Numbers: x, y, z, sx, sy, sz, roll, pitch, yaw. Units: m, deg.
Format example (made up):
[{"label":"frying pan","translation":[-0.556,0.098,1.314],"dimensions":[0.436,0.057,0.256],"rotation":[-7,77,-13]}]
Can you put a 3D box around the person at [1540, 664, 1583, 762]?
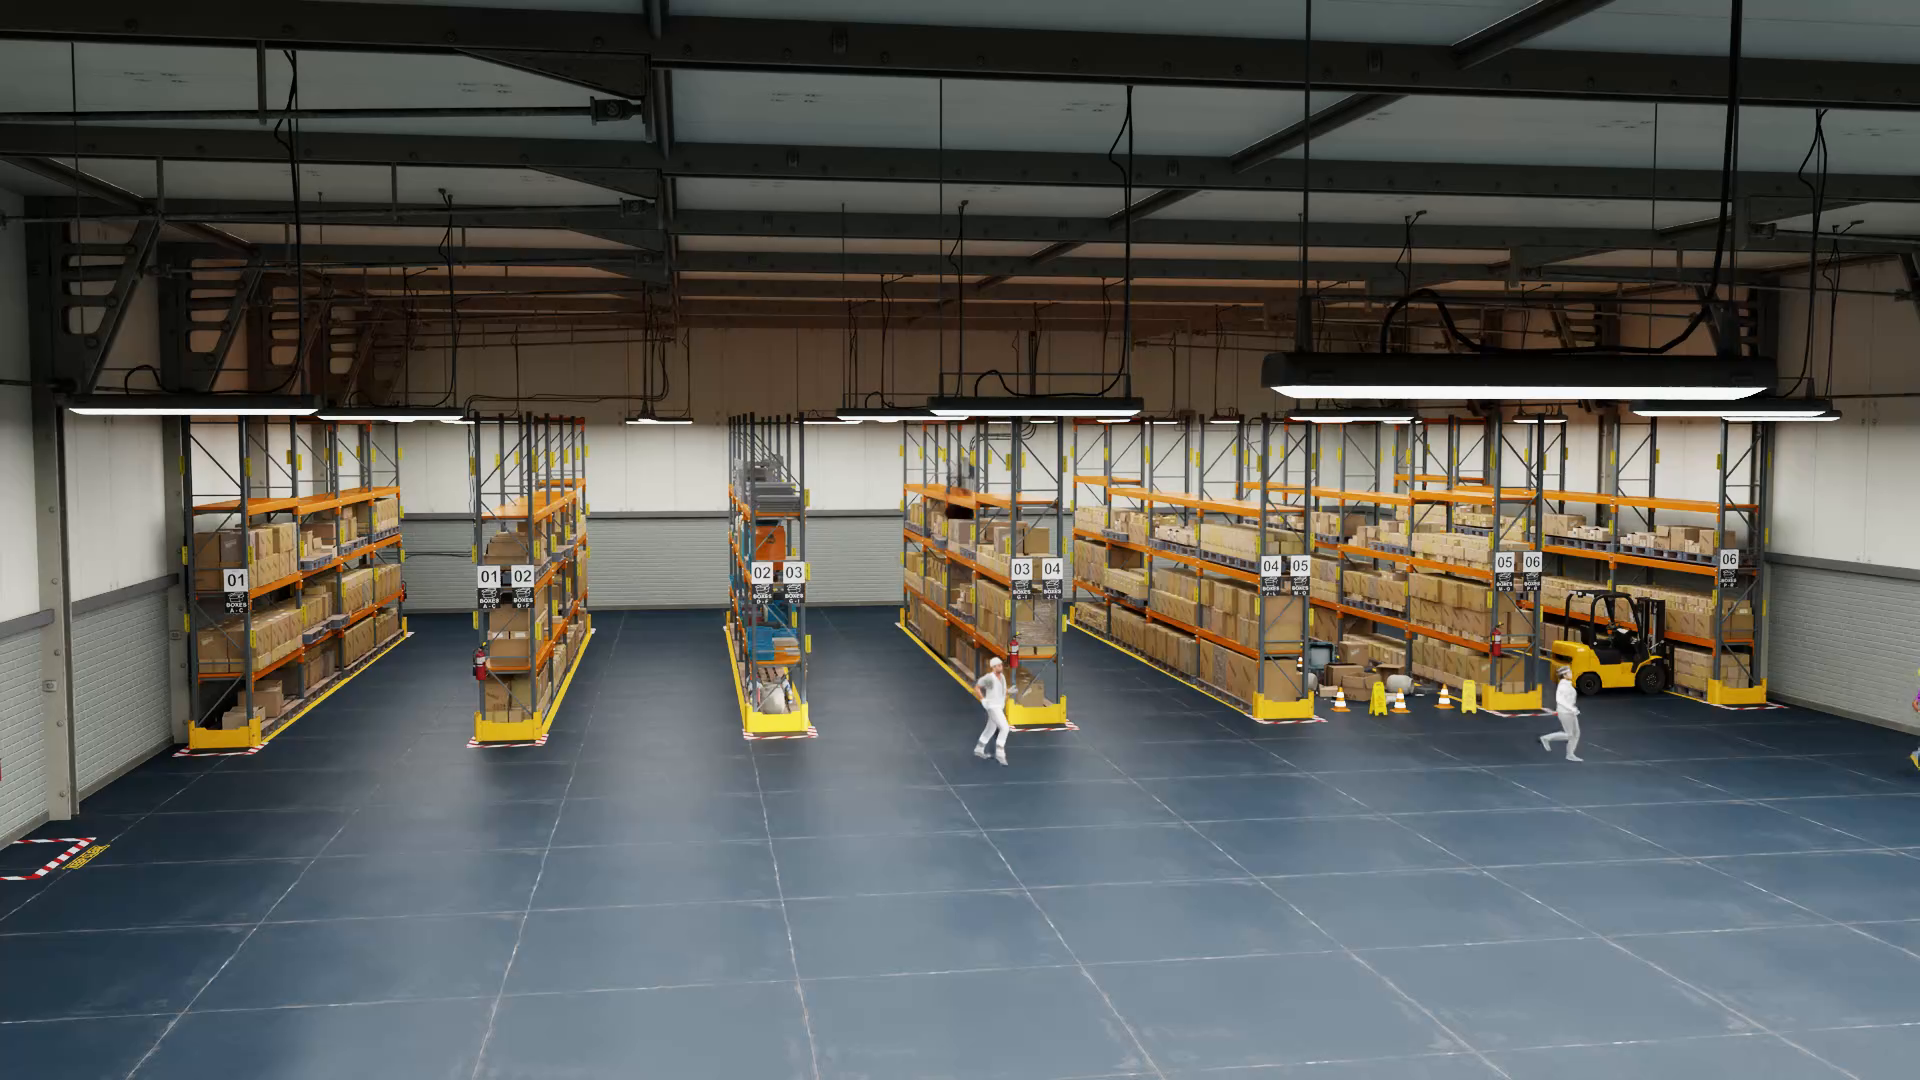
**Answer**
[{"label":"person","translation":[10.353,2.959,28.544],"dimensions":[0.696,1.671,0.617],"rotation":[2,4,28]}]

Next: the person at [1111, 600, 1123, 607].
[{"label":"person","translation":[4.670,1.548,49.690],"dimensions":[0.666,1.639,0.514],"rotation":[-1,4,-13]}]

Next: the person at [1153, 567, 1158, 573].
[{"label":"person","translation":[5.661,1.640,47.879],"dimensions":[0.585,1.720,0.797],"rotation":[-1,4,-18]}]

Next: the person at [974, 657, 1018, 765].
[{"label":"person","translation":[0.604,2.915,28.374],"dimensions":[0.779,1.851,0.616],"rotation":[2,4,24]}]

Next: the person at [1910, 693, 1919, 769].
[{"label":"person","translation":[15.831,3.009,26.909],"dimensions":[0.700,1.773,0.968],"rotation":[-2,4,-26]}]
